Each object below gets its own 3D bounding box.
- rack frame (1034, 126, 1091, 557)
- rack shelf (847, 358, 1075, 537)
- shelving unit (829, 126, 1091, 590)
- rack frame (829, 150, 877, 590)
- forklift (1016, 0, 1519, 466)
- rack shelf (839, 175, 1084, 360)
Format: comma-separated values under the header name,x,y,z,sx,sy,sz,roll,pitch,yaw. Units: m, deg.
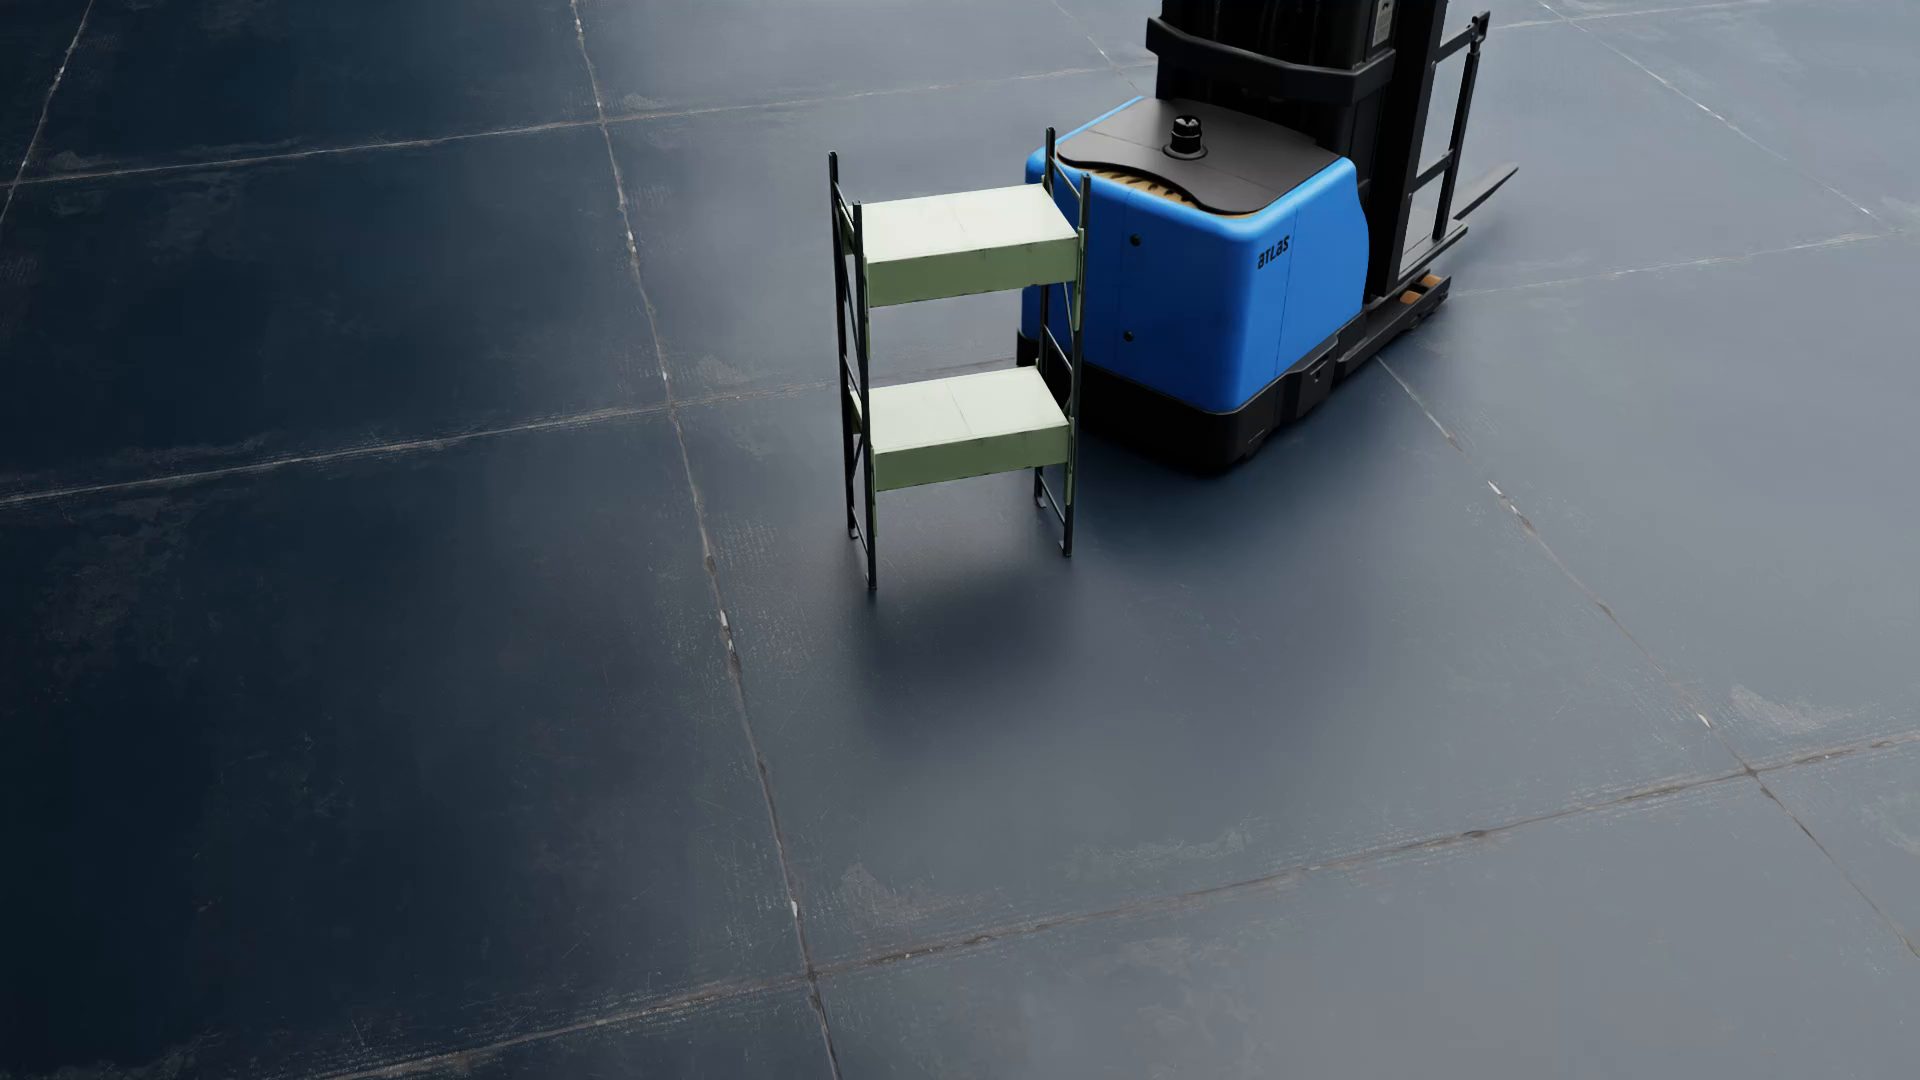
name,x,y,z,sx,sy,sz,roll,pitch,yaw
rack frame,0.347,-0.653,5.793,0.023,1.500,0.400,-9,38,-12
rack shelf,-0.006,-0.336,5.915,0.720,0.370,0.431,-9,38,-12
shelving unit,-0.006,-0.595,5.717,0.755,1.500,0.431,-9,38,-12
rack frame,-0.360,-0.537,5.641,0.023,1.500,0.400,-9,38,-12
forklift,1.558,-2.278,6.739,1.130,2.935,3.031,27,45,30
rack shelf,-0.006,-0.905,5.480,0.720,0.370,0.431,-9,38,-12
